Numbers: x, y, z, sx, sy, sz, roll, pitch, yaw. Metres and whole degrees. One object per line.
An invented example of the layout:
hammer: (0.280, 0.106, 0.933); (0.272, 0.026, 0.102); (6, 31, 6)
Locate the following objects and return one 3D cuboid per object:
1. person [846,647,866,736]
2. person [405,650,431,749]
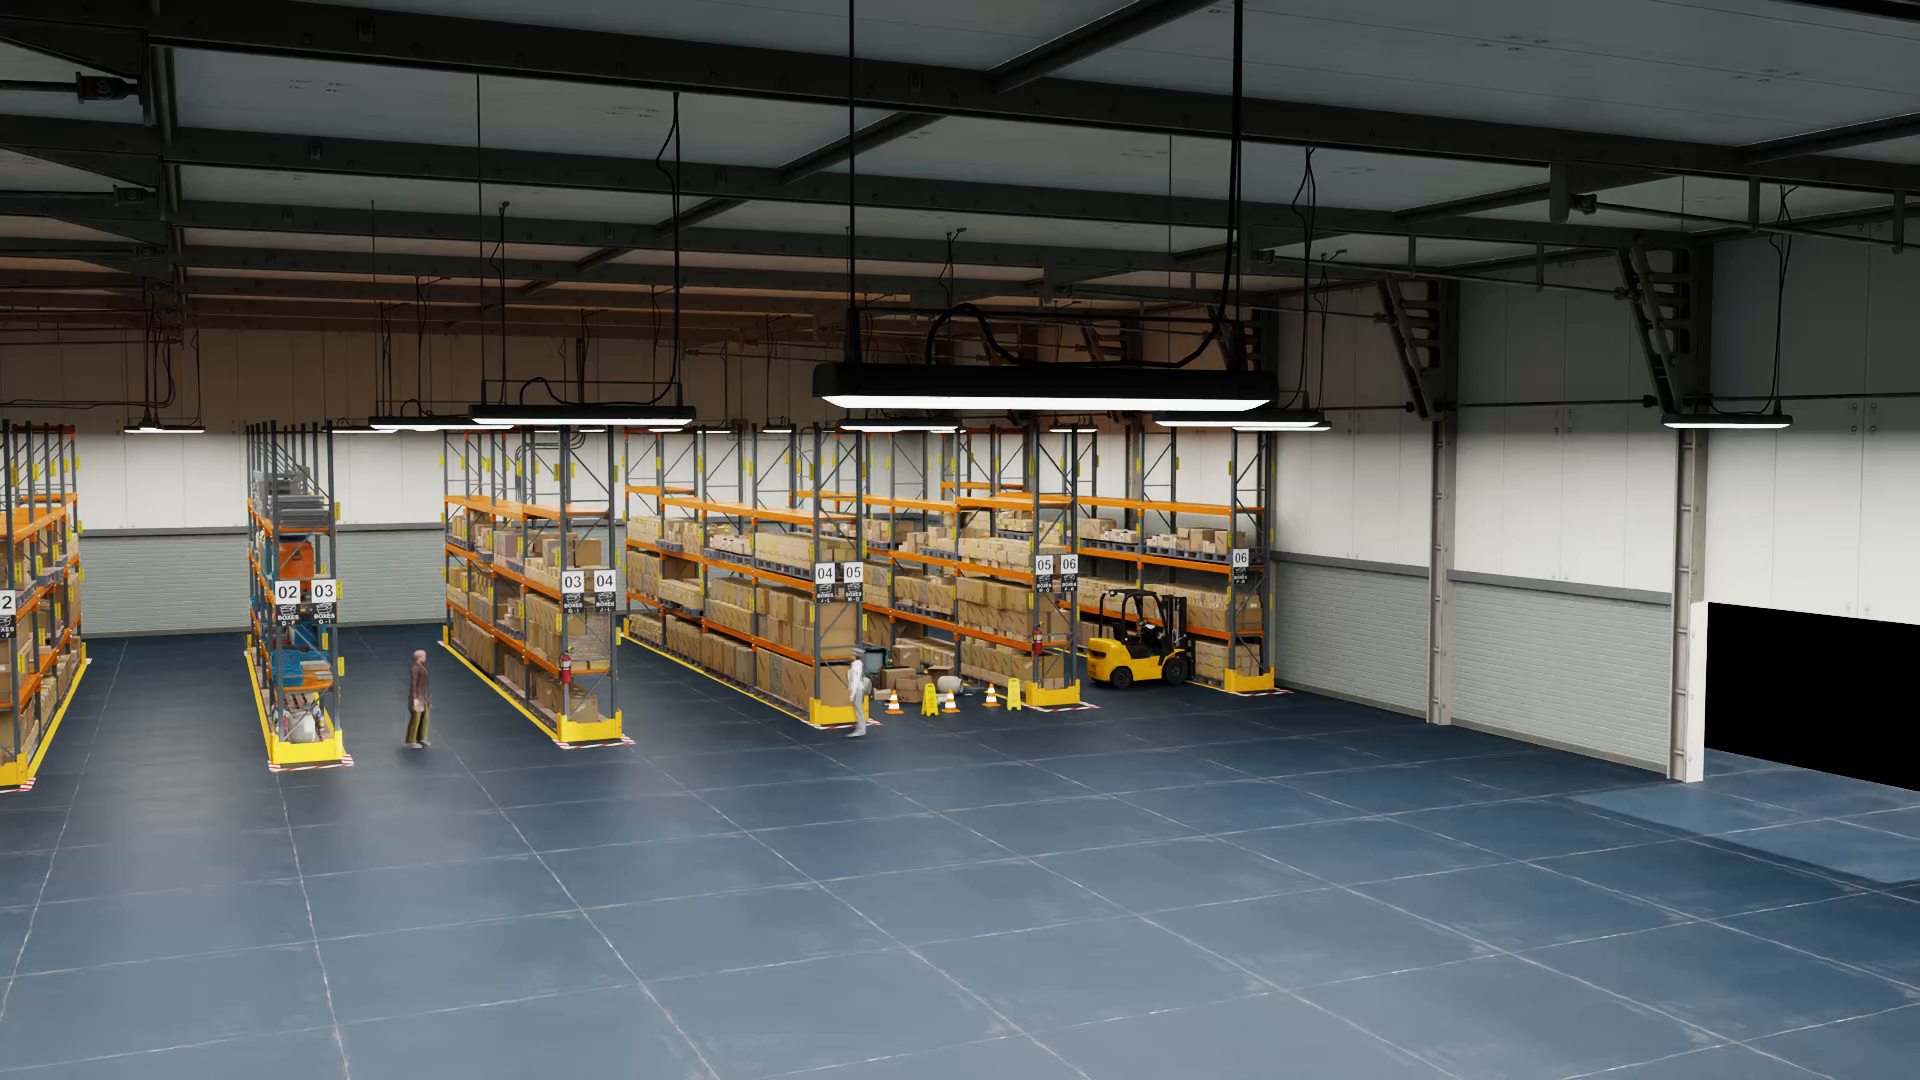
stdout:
person: (-1.994, 2.904, 31.751); (0.373, 1.716, 0.537); (0, 4, -8)
person: (-9.972, 2.917, 30.604); (0.431, 1.797, 0.637); (1, 4, 9)
